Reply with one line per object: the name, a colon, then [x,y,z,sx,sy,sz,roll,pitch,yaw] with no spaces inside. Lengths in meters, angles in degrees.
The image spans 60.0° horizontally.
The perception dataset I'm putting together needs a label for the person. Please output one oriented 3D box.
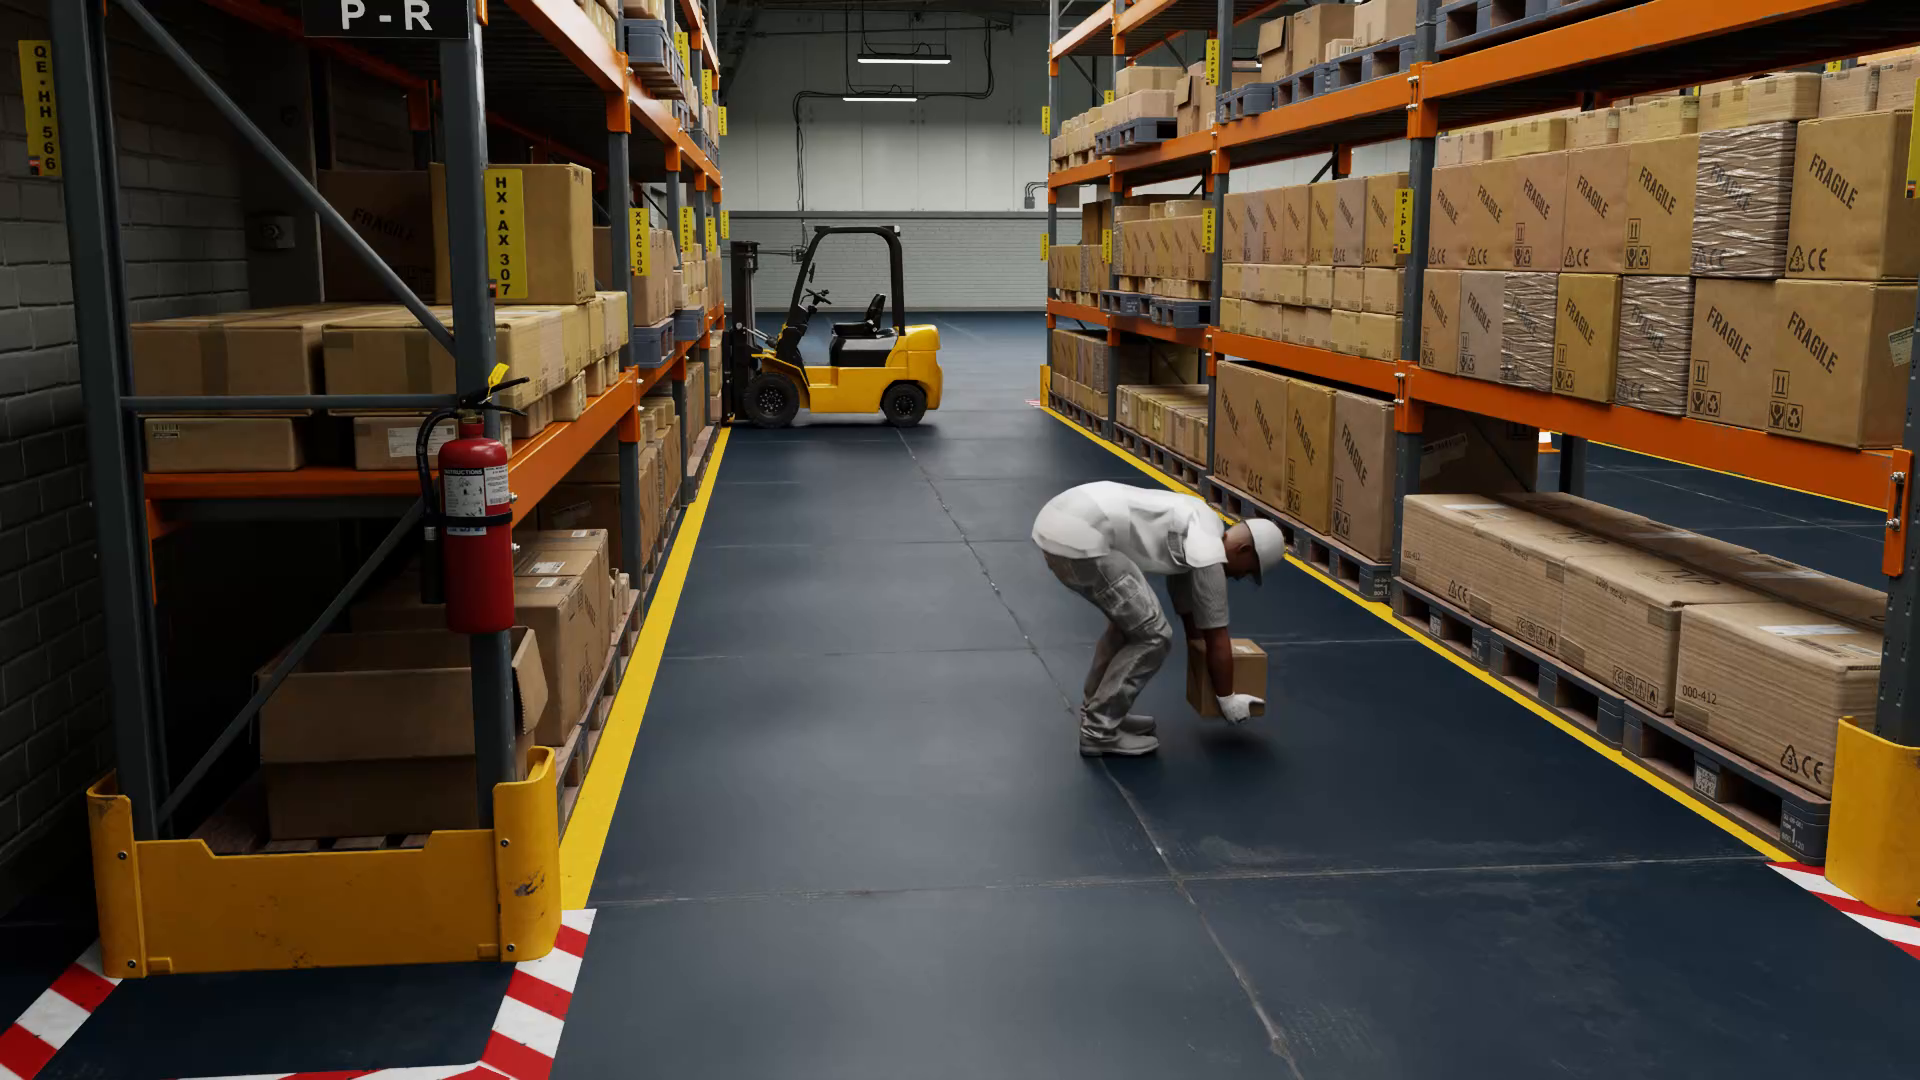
person: [0.771,0.280,6.423,0.985,1.027,0.519,-2,10,-9]
